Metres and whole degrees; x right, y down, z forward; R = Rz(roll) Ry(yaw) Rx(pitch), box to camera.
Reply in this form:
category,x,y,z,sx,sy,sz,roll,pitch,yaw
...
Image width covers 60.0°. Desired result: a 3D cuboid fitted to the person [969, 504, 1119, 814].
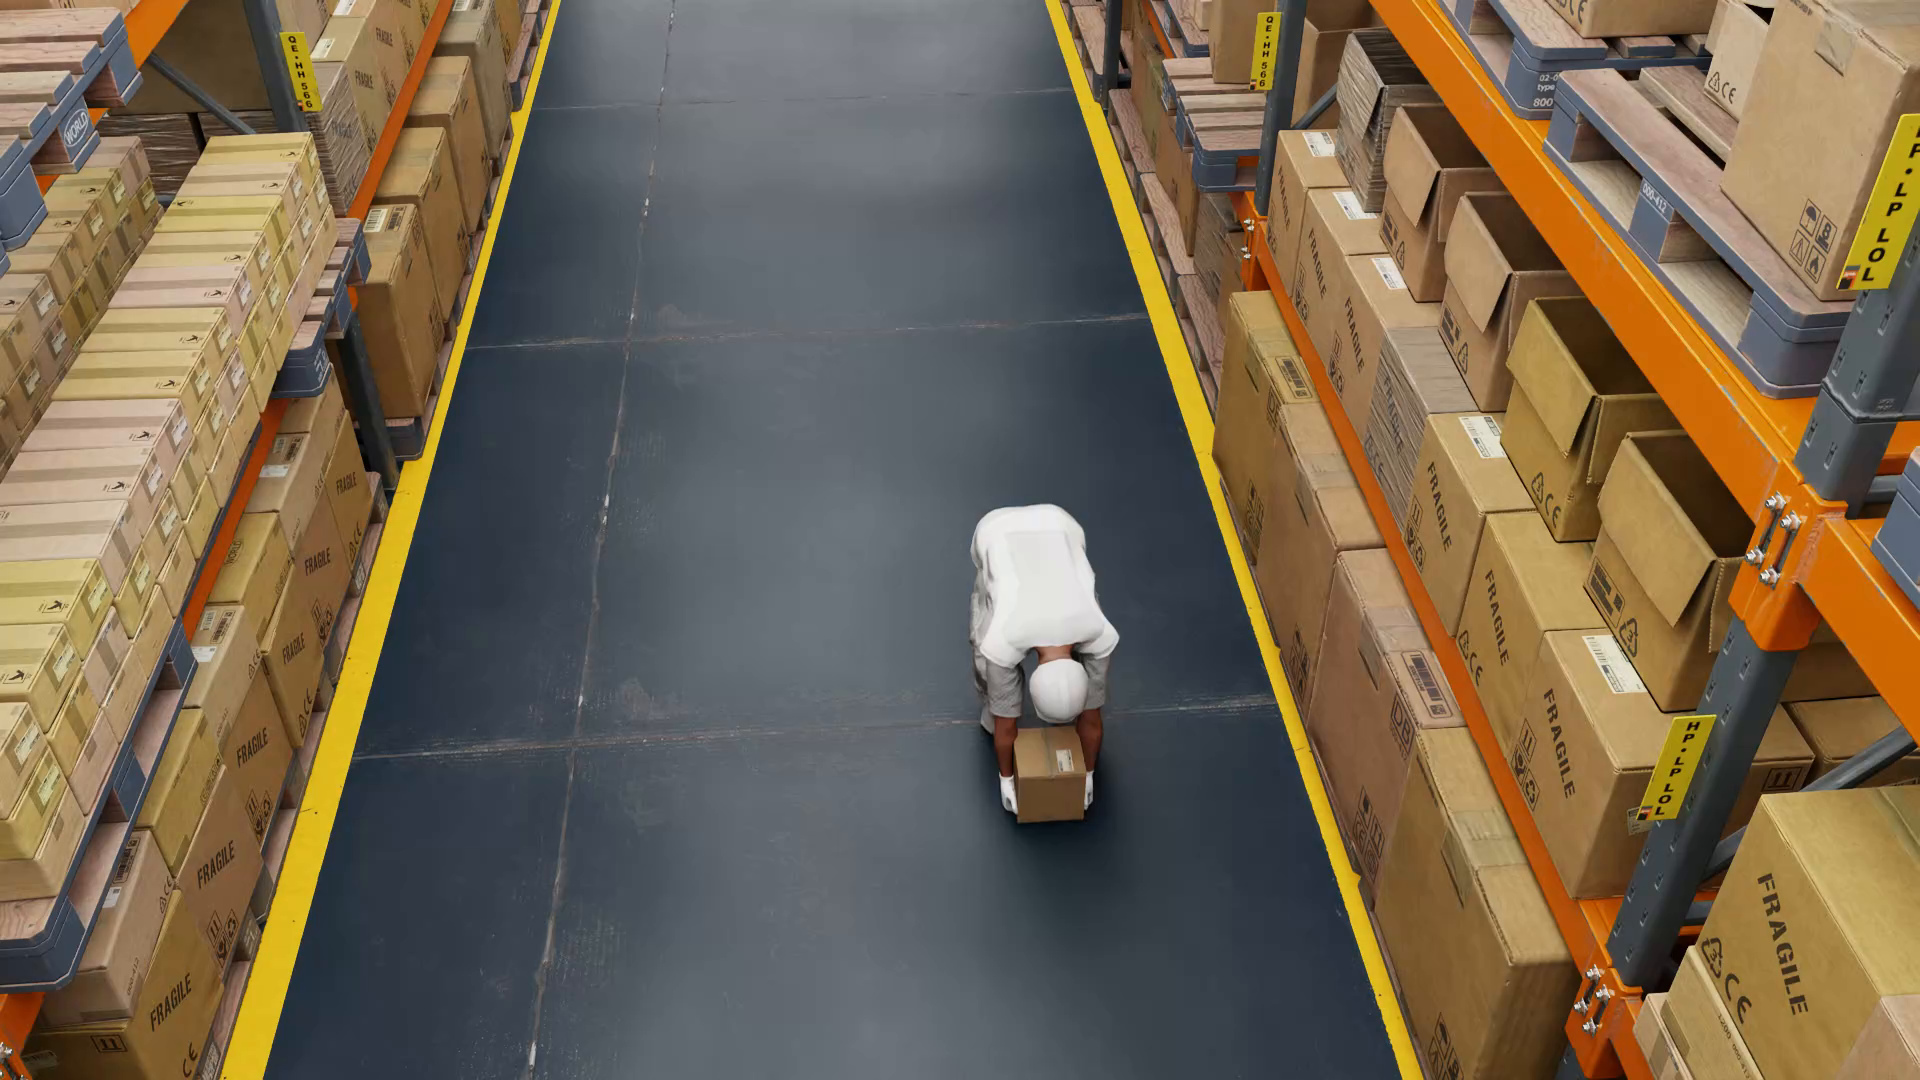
category,x,y,z,sx,sy,sz,roll,pitch,yaw
person,0.307,0.430,6.280,0.526,0.932,0.983,-5,39,-6
